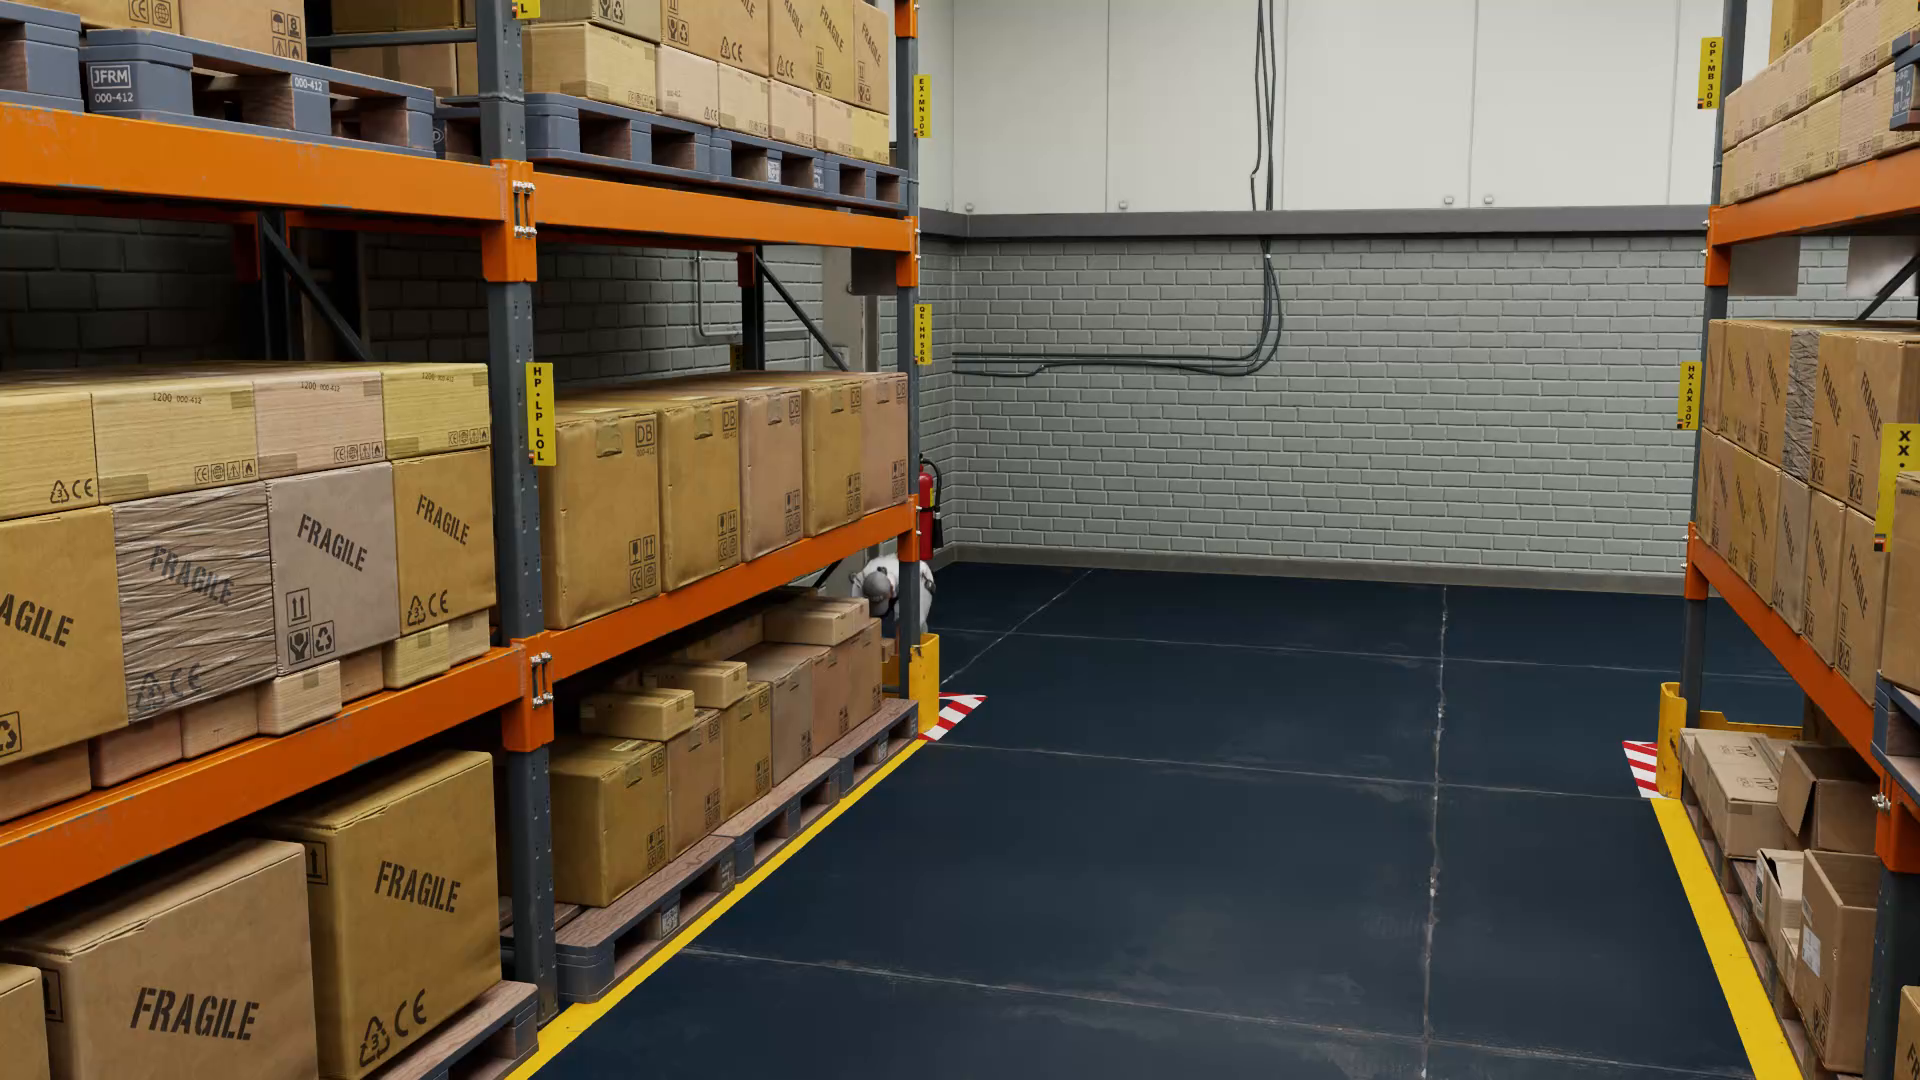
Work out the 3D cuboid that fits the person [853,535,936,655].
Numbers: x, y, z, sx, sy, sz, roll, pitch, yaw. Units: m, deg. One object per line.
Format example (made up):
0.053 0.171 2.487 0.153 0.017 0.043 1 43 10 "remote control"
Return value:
-0.448 0.423 10.770 0.522 0.869 0.938 2 9 14 "person"
